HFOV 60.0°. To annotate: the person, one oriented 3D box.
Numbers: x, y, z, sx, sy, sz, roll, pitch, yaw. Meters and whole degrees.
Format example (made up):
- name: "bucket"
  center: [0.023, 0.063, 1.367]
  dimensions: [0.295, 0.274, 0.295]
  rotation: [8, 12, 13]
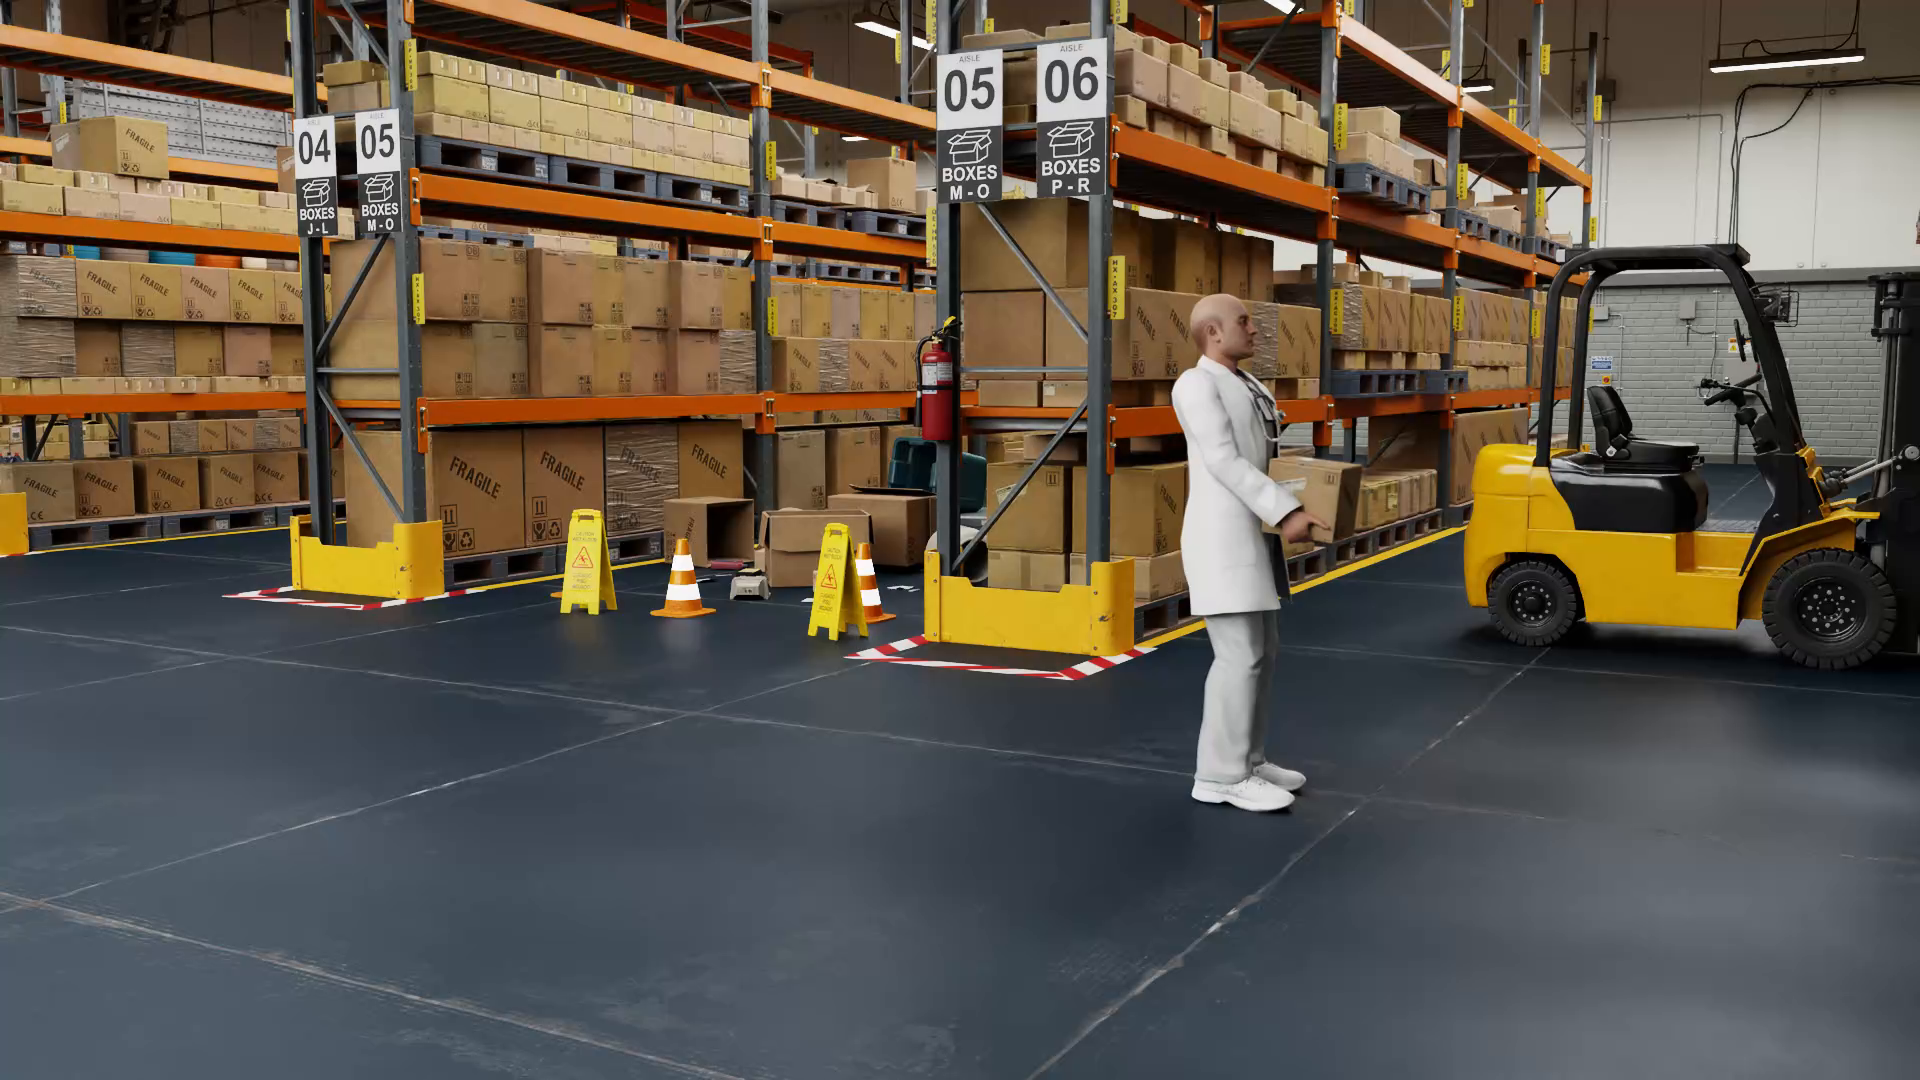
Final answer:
- name: "person"
  center: [1.051, 0.030, 5.793]
  dimensions: [0.563, 1.769, 0.527]
  rotation: [3, 7, 29]
